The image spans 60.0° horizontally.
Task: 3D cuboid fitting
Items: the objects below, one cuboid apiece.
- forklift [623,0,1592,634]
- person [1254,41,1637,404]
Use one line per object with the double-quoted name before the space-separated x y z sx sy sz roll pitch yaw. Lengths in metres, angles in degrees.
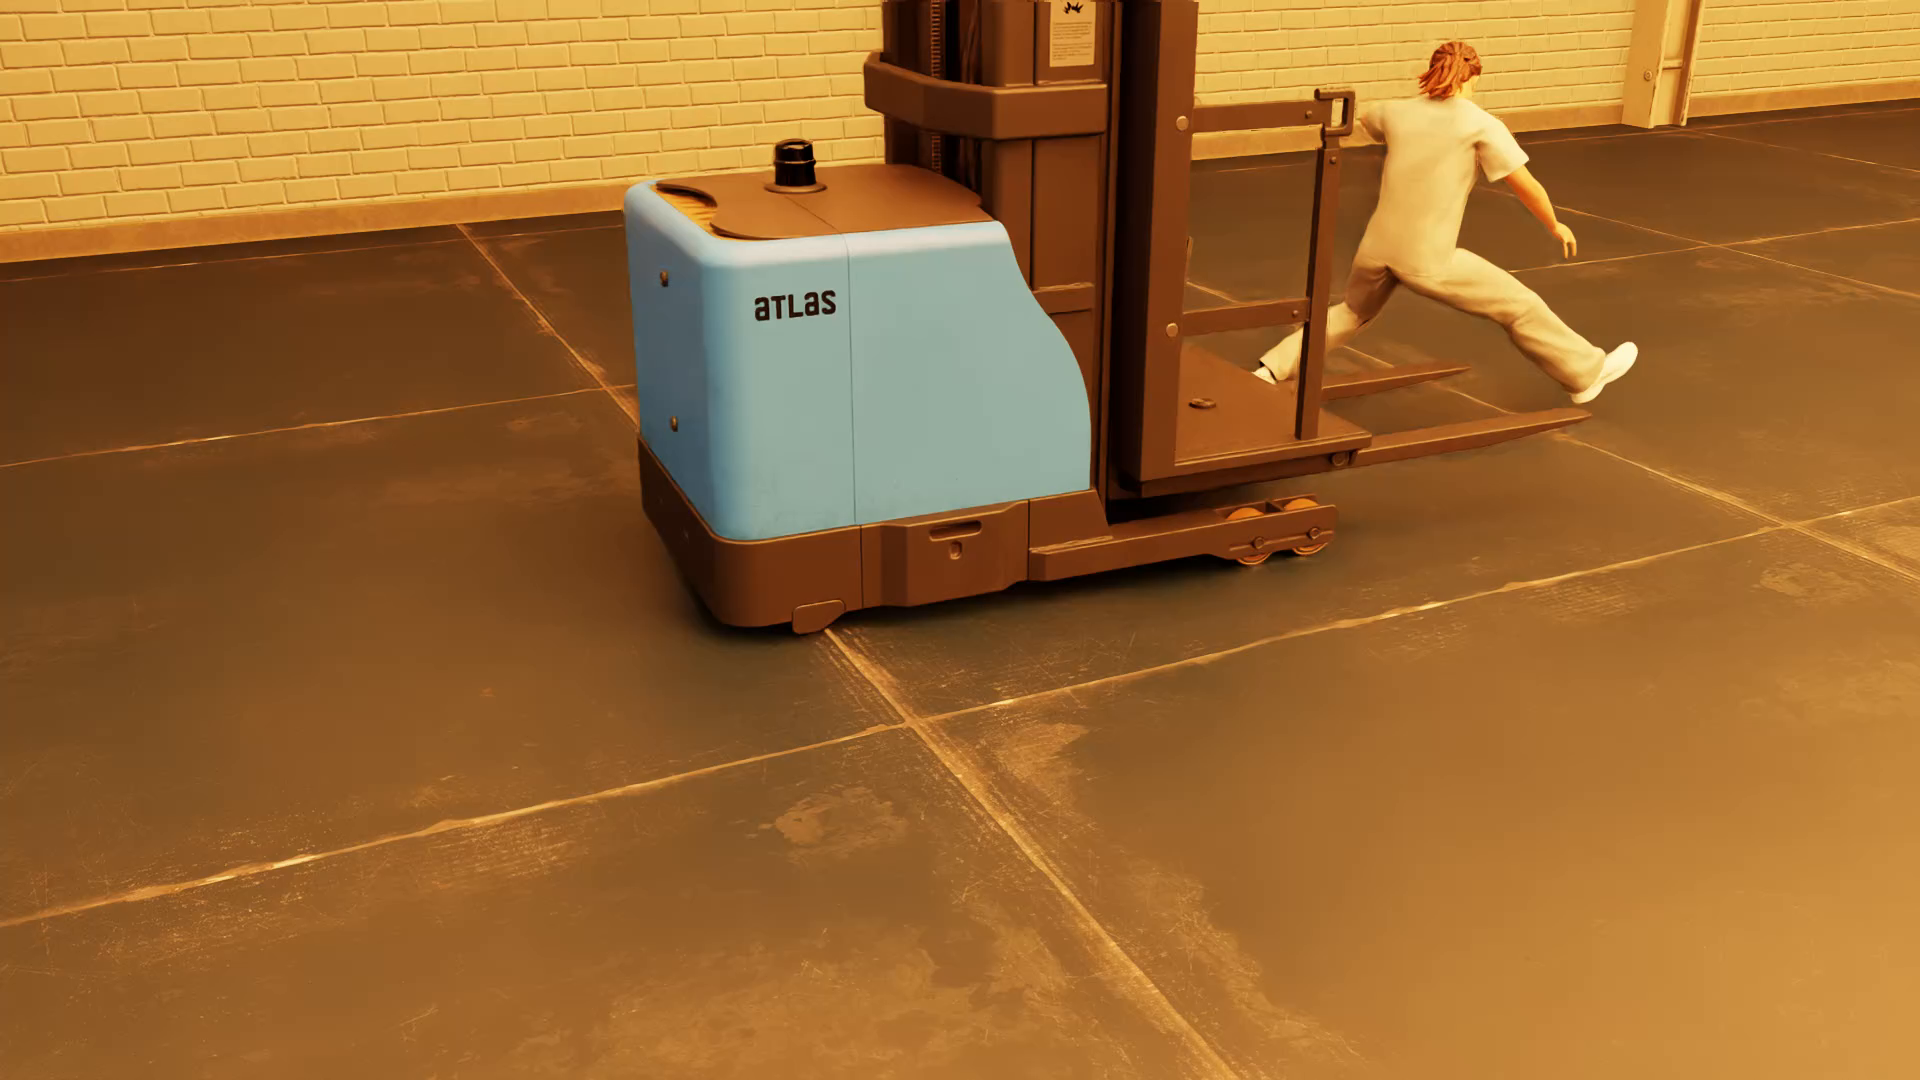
"forklift" 0.580 -1.455 4.789 3.031 2.935 1.130 -9 24 -21
"person" 1.794 -1.114 6.101 1.066 1.374 1.075 -18 29 -37
